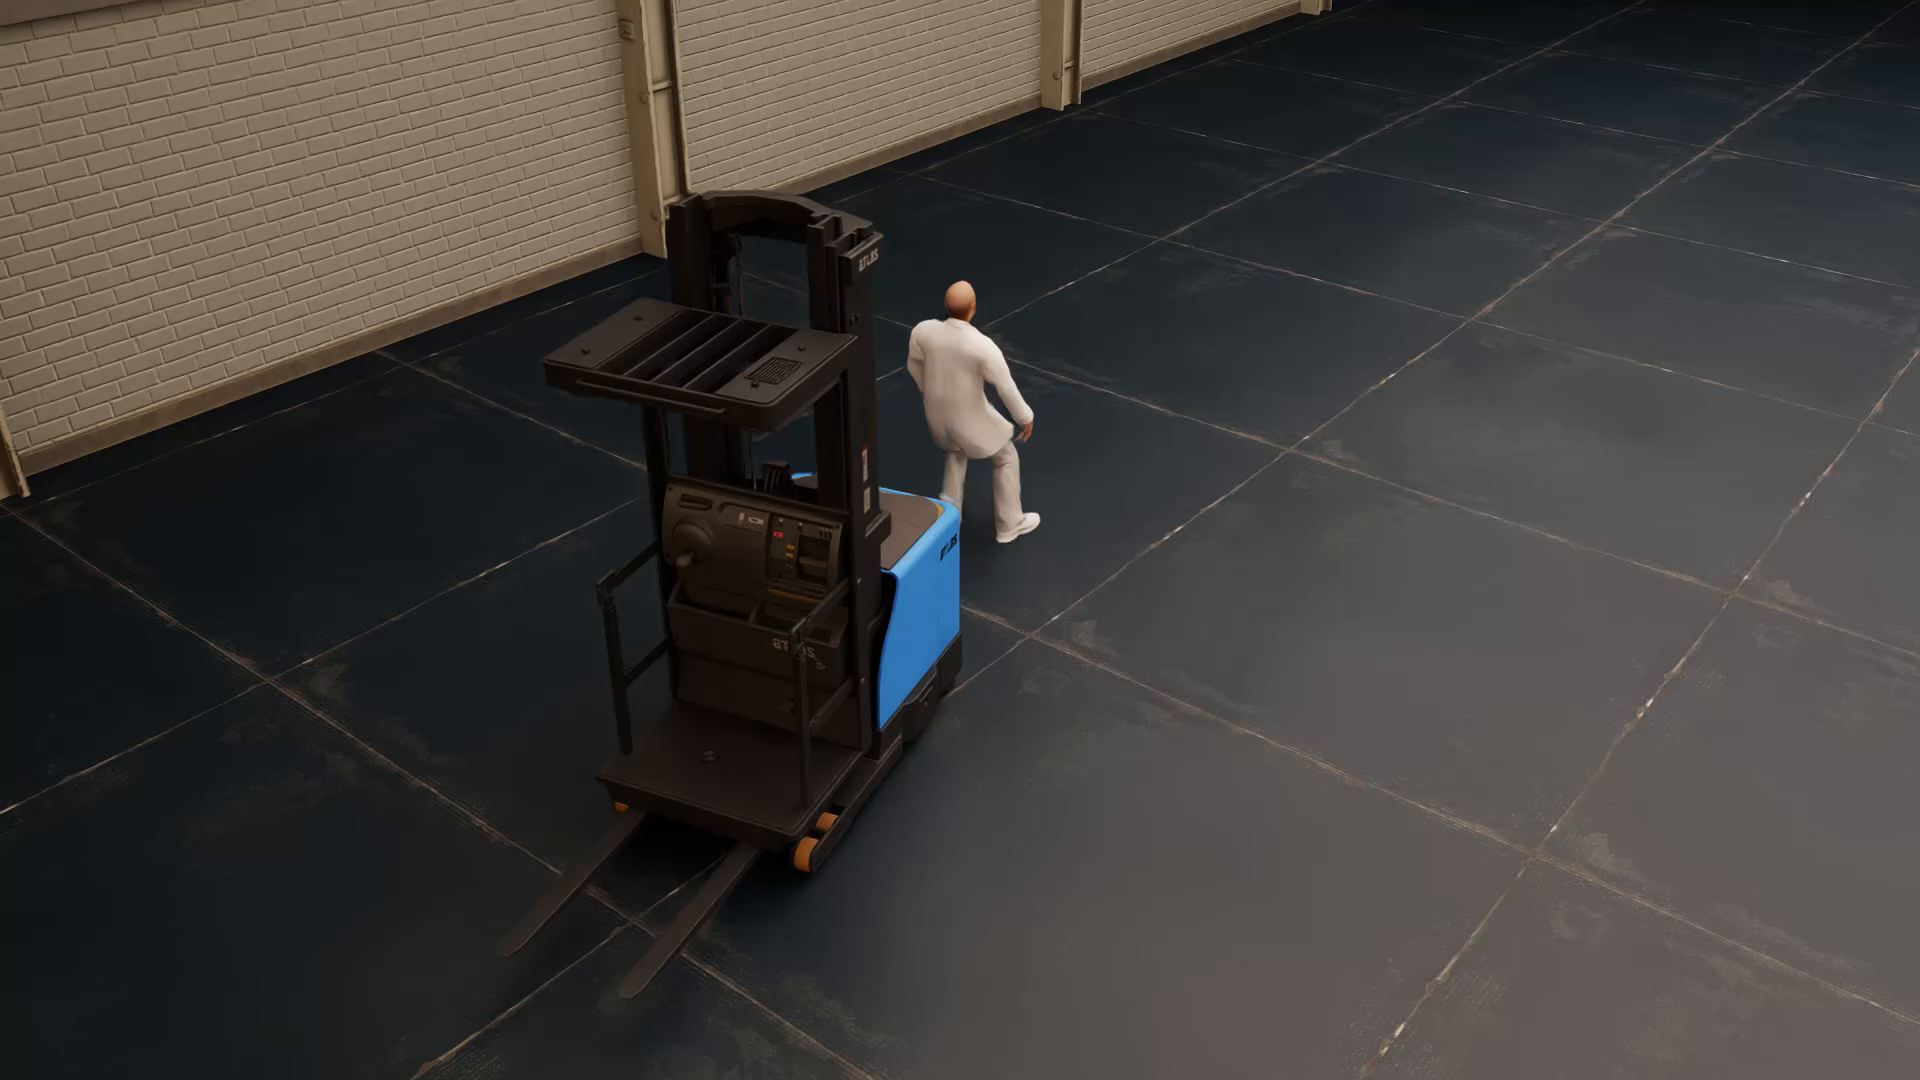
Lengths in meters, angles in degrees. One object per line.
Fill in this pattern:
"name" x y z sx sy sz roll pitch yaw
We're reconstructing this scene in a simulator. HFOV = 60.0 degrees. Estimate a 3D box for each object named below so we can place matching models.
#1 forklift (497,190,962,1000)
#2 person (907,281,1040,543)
"forklift" -1.049 0.050 7.510 1.130 2.935 3.031 13 33 21
"person" 0.095 -0.811 10.188 0.795 1.714 0.567 16 34 26
